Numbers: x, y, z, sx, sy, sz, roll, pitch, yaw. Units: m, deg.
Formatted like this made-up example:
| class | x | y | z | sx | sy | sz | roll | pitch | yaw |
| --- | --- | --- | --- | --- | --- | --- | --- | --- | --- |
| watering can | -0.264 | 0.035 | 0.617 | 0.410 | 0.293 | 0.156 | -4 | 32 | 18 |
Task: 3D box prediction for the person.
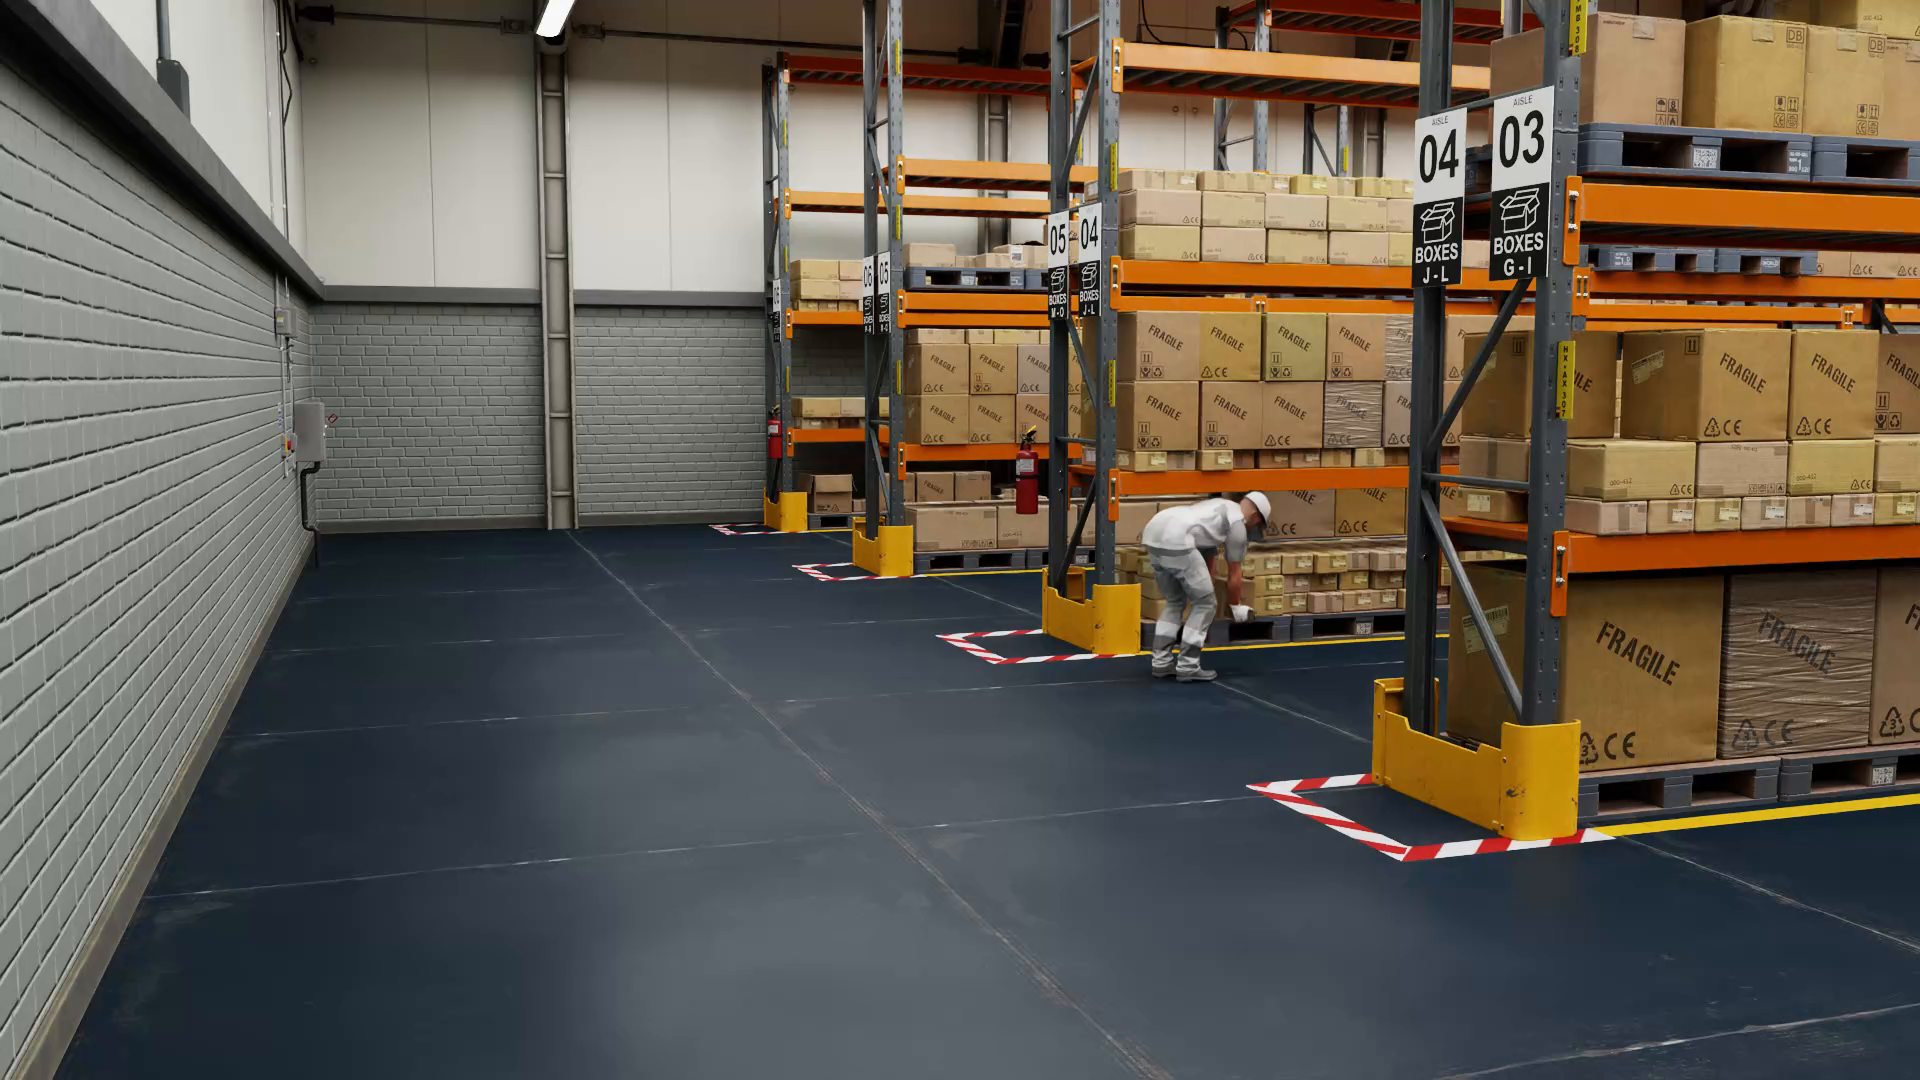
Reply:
| class | x | y | z | sx | sy | sz | roll | pitch | yaw |
| --- | --- | --- | --- | --- | --- | --- | --- | --- | --- |
| person | 1.514 | 0.034 | 10.929 | 0.589 | 1.762 | 0.489 | -3 | 6 | -26 |
